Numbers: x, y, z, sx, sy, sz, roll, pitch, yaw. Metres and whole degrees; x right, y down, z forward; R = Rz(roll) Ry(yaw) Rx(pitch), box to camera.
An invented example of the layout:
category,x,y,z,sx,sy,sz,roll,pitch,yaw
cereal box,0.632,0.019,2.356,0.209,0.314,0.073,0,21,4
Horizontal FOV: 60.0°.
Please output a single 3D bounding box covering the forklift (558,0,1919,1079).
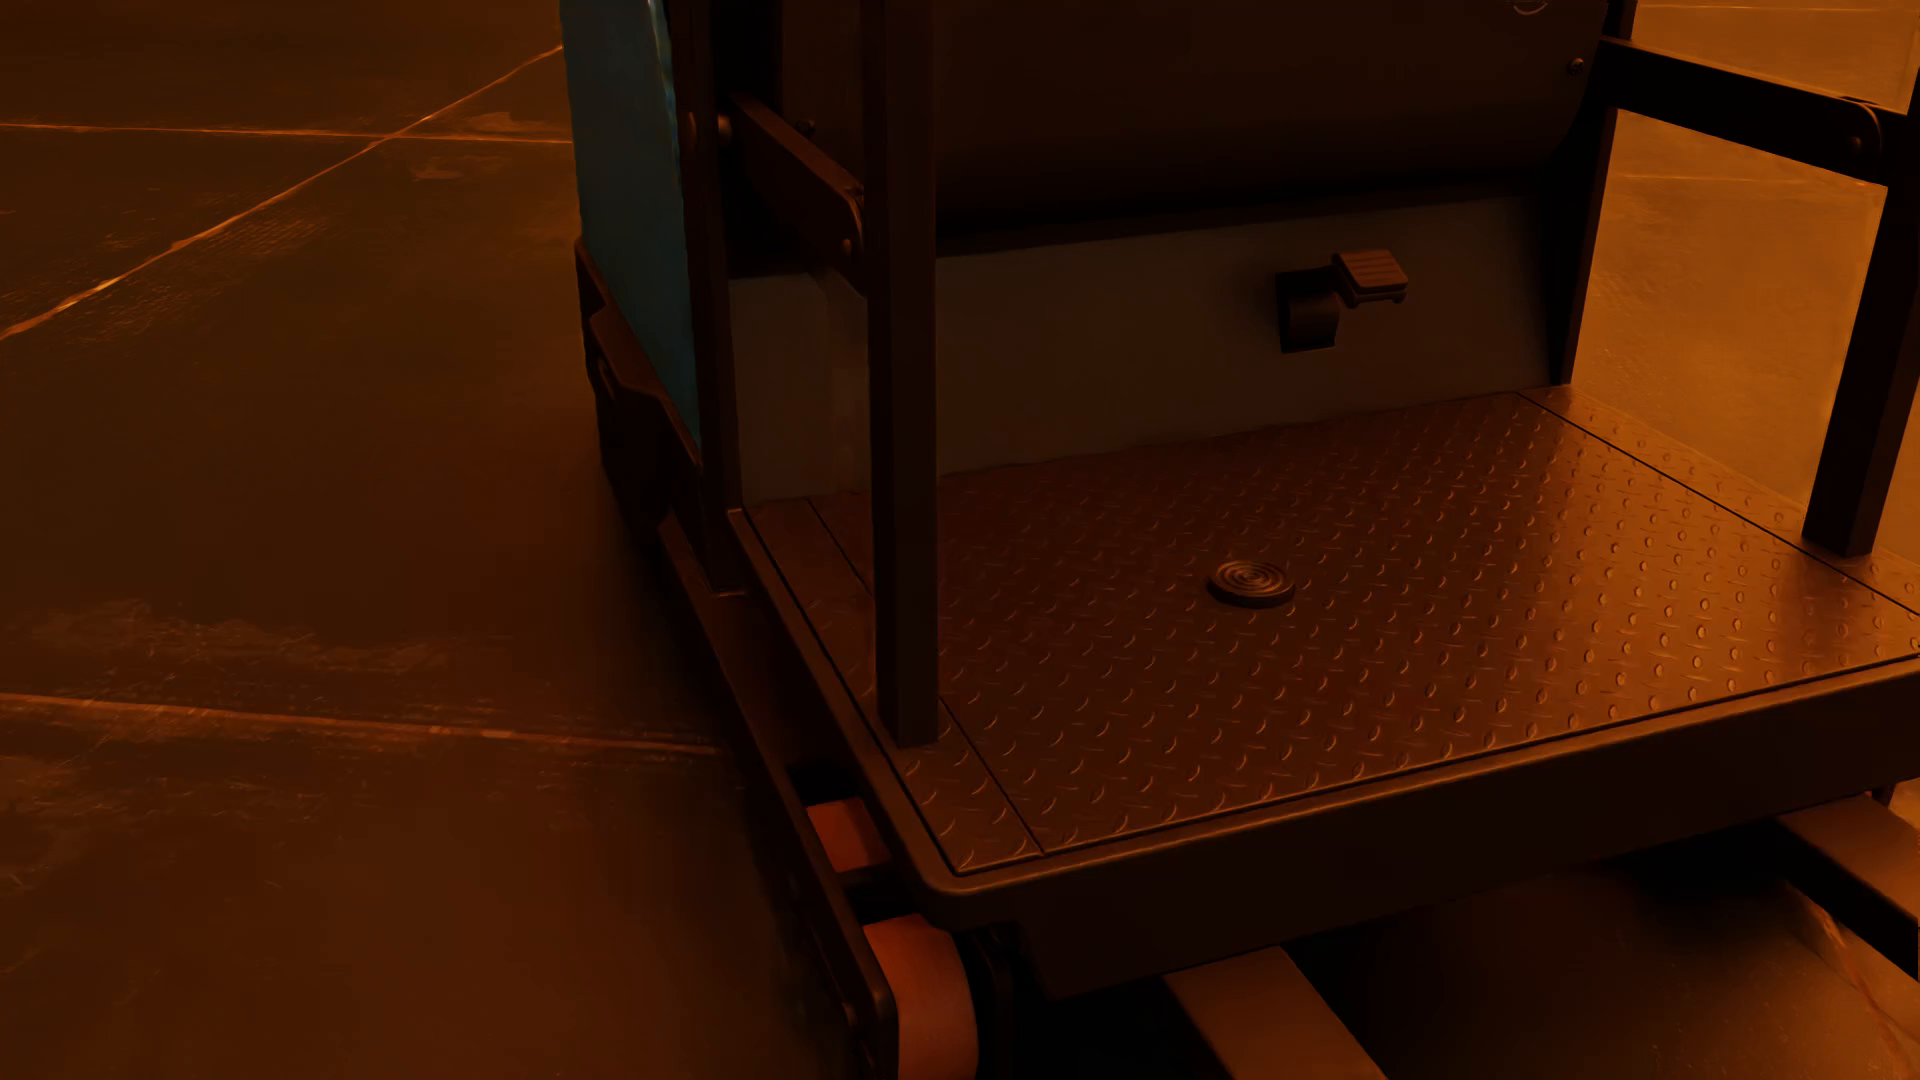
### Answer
category,x,y,z,sx,sy,sz,roll,pitch,yaw
forklift,0.329,-1.018,1.258,1.130,2.935,3.031,-9,28,-18
